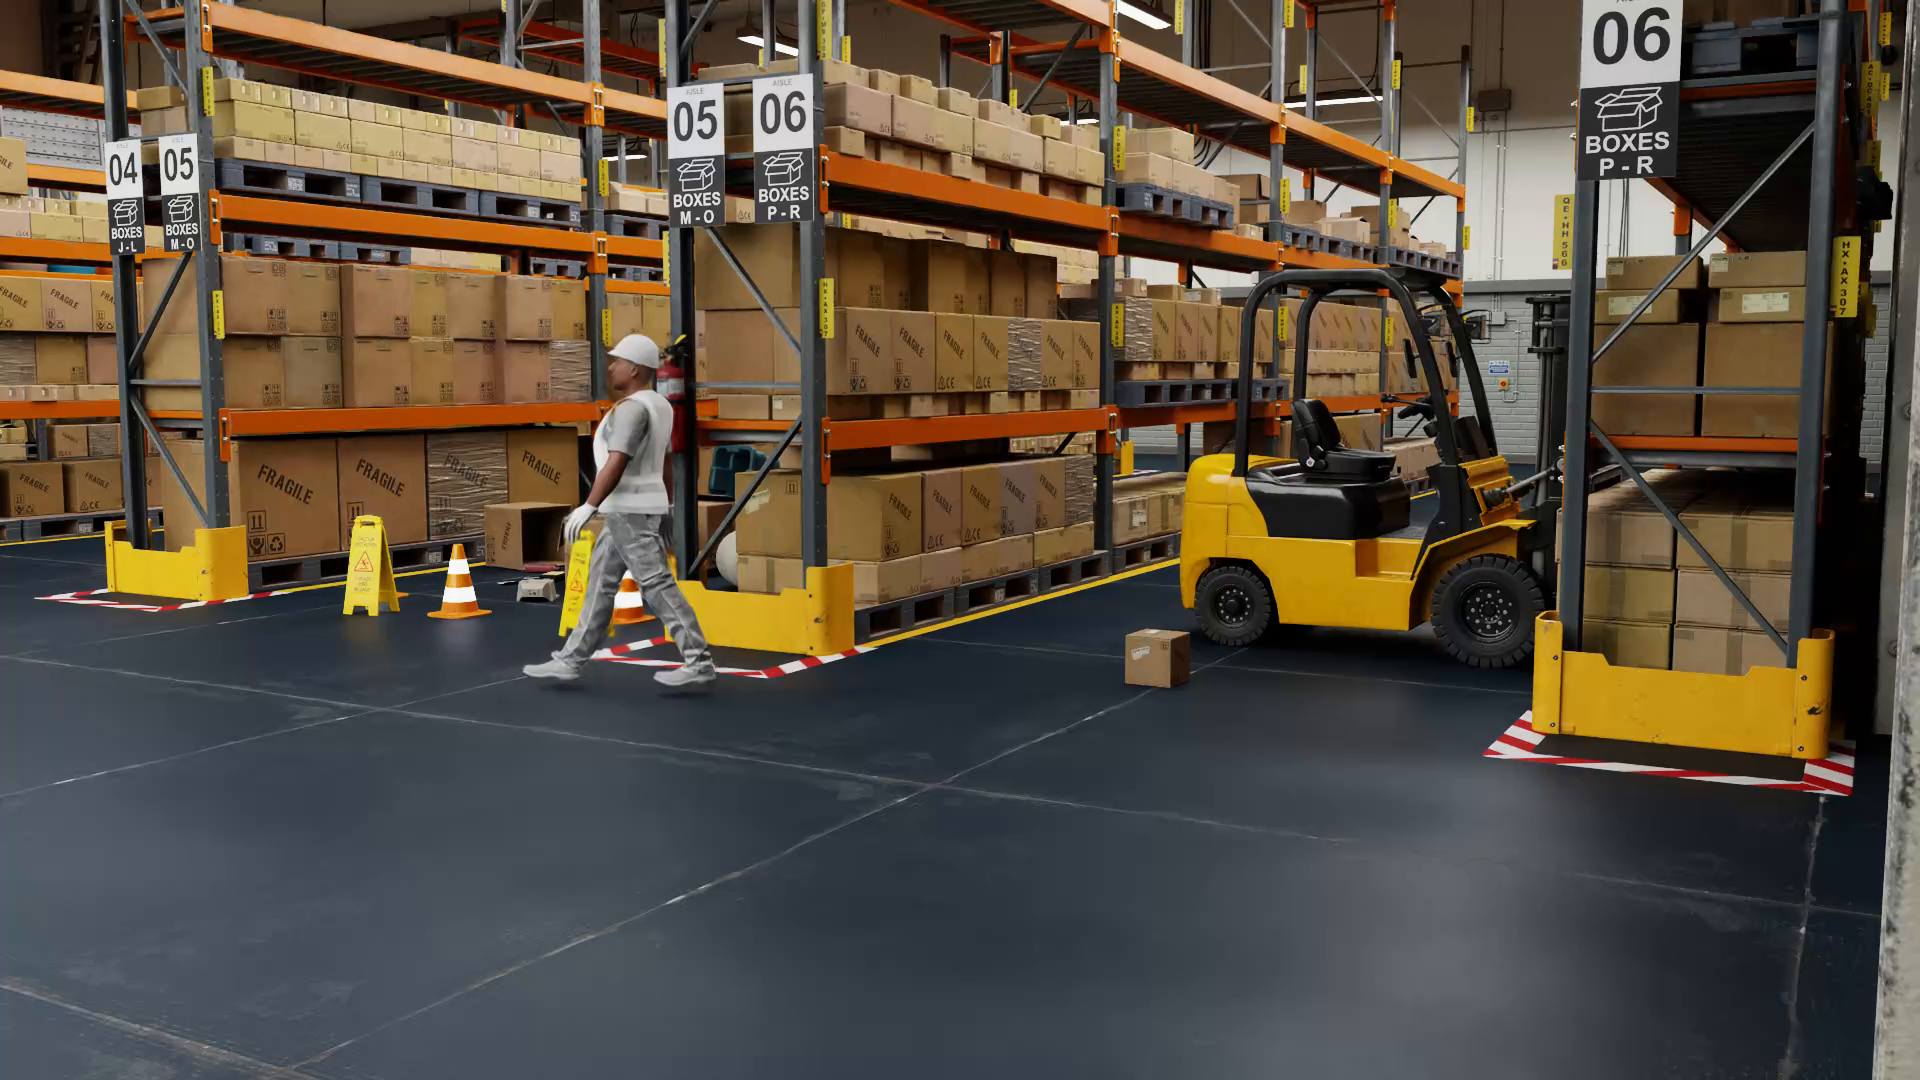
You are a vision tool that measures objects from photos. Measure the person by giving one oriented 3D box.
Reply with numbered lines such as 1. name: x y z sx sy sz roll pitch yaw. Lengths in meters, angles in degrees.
1. person: -1.709 -0.143 8.178 1.003 1.727 0.597 0 6 0
